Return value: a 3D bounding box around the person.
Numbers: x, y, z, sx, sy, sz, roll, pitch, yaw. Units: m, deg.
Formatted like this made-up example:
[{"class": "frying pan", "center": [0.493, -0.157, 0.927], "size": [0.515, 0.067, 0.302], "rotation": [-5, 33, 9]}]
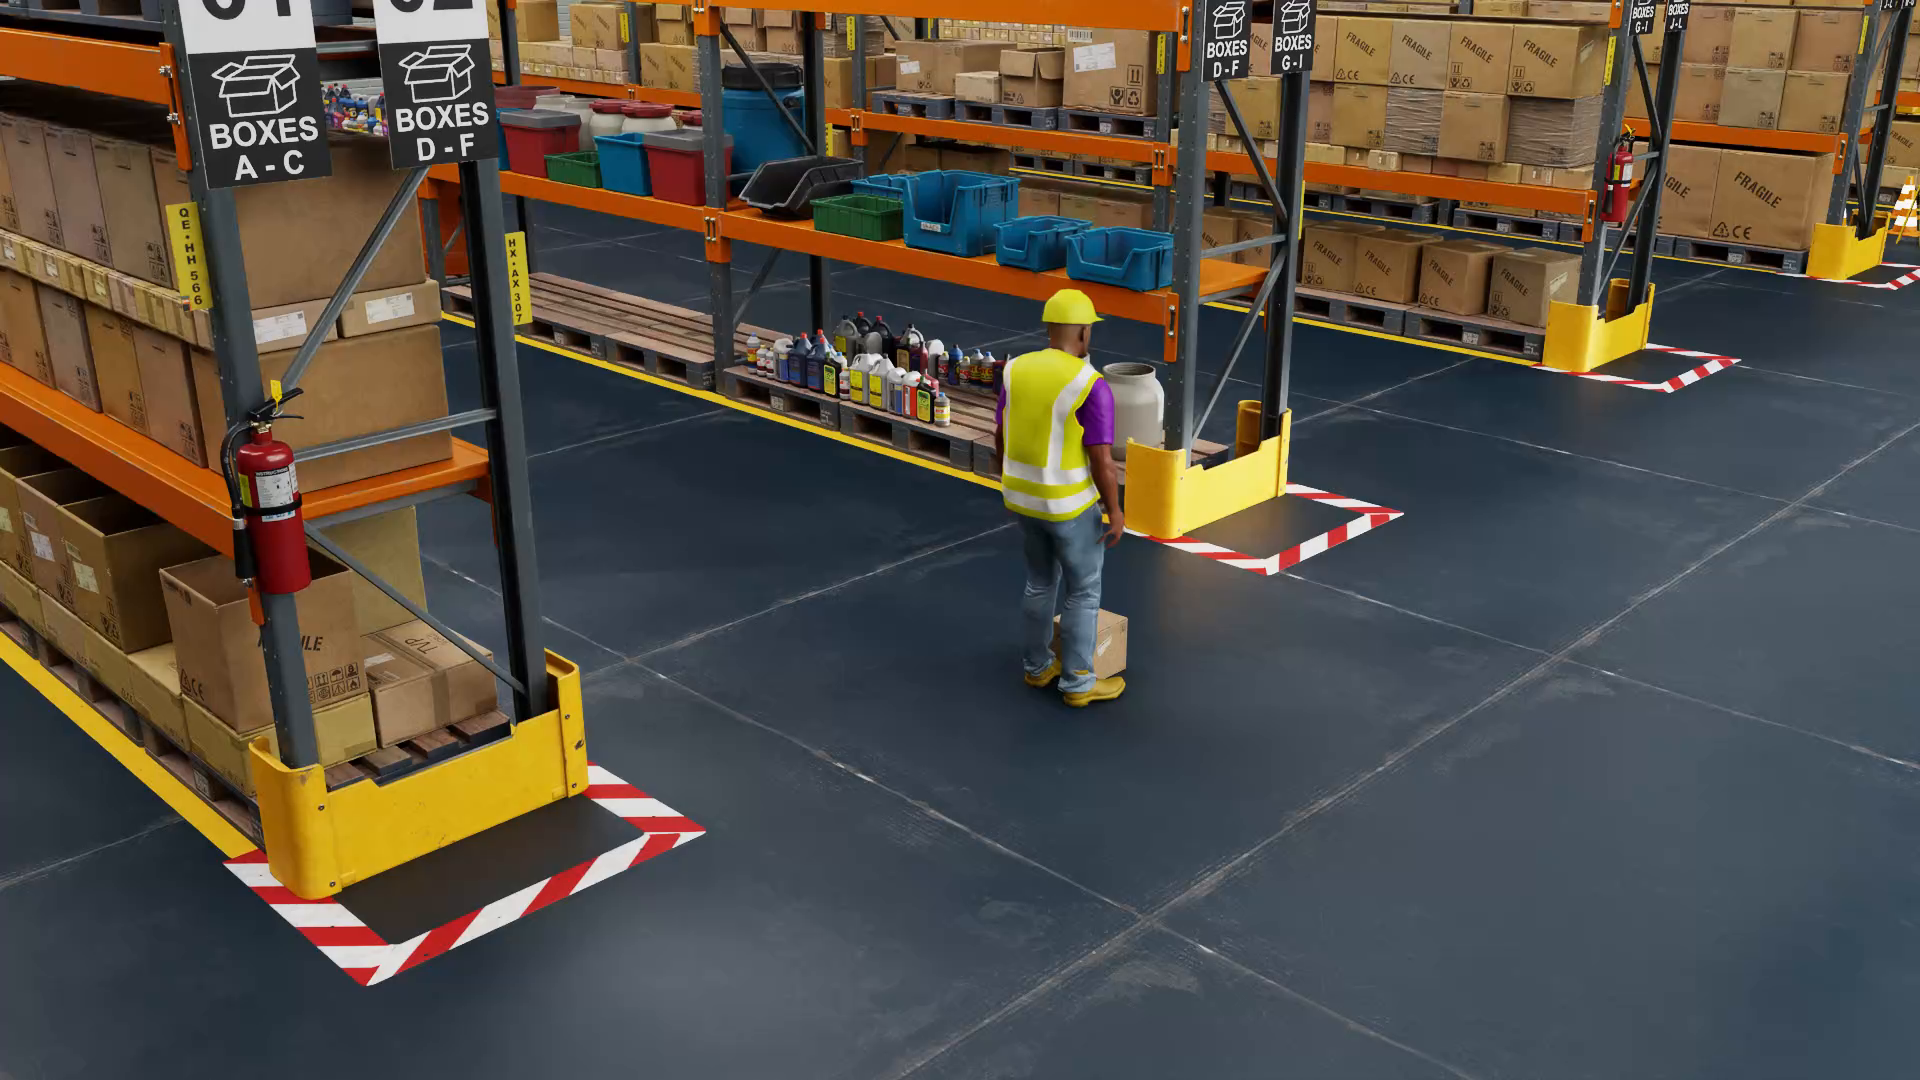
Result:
[{"class": "person", "center": [0.423, -0.177, 7.026], "size": [0.626, 1.760, 0.458], "rotation": [18, 27, 39]}]
